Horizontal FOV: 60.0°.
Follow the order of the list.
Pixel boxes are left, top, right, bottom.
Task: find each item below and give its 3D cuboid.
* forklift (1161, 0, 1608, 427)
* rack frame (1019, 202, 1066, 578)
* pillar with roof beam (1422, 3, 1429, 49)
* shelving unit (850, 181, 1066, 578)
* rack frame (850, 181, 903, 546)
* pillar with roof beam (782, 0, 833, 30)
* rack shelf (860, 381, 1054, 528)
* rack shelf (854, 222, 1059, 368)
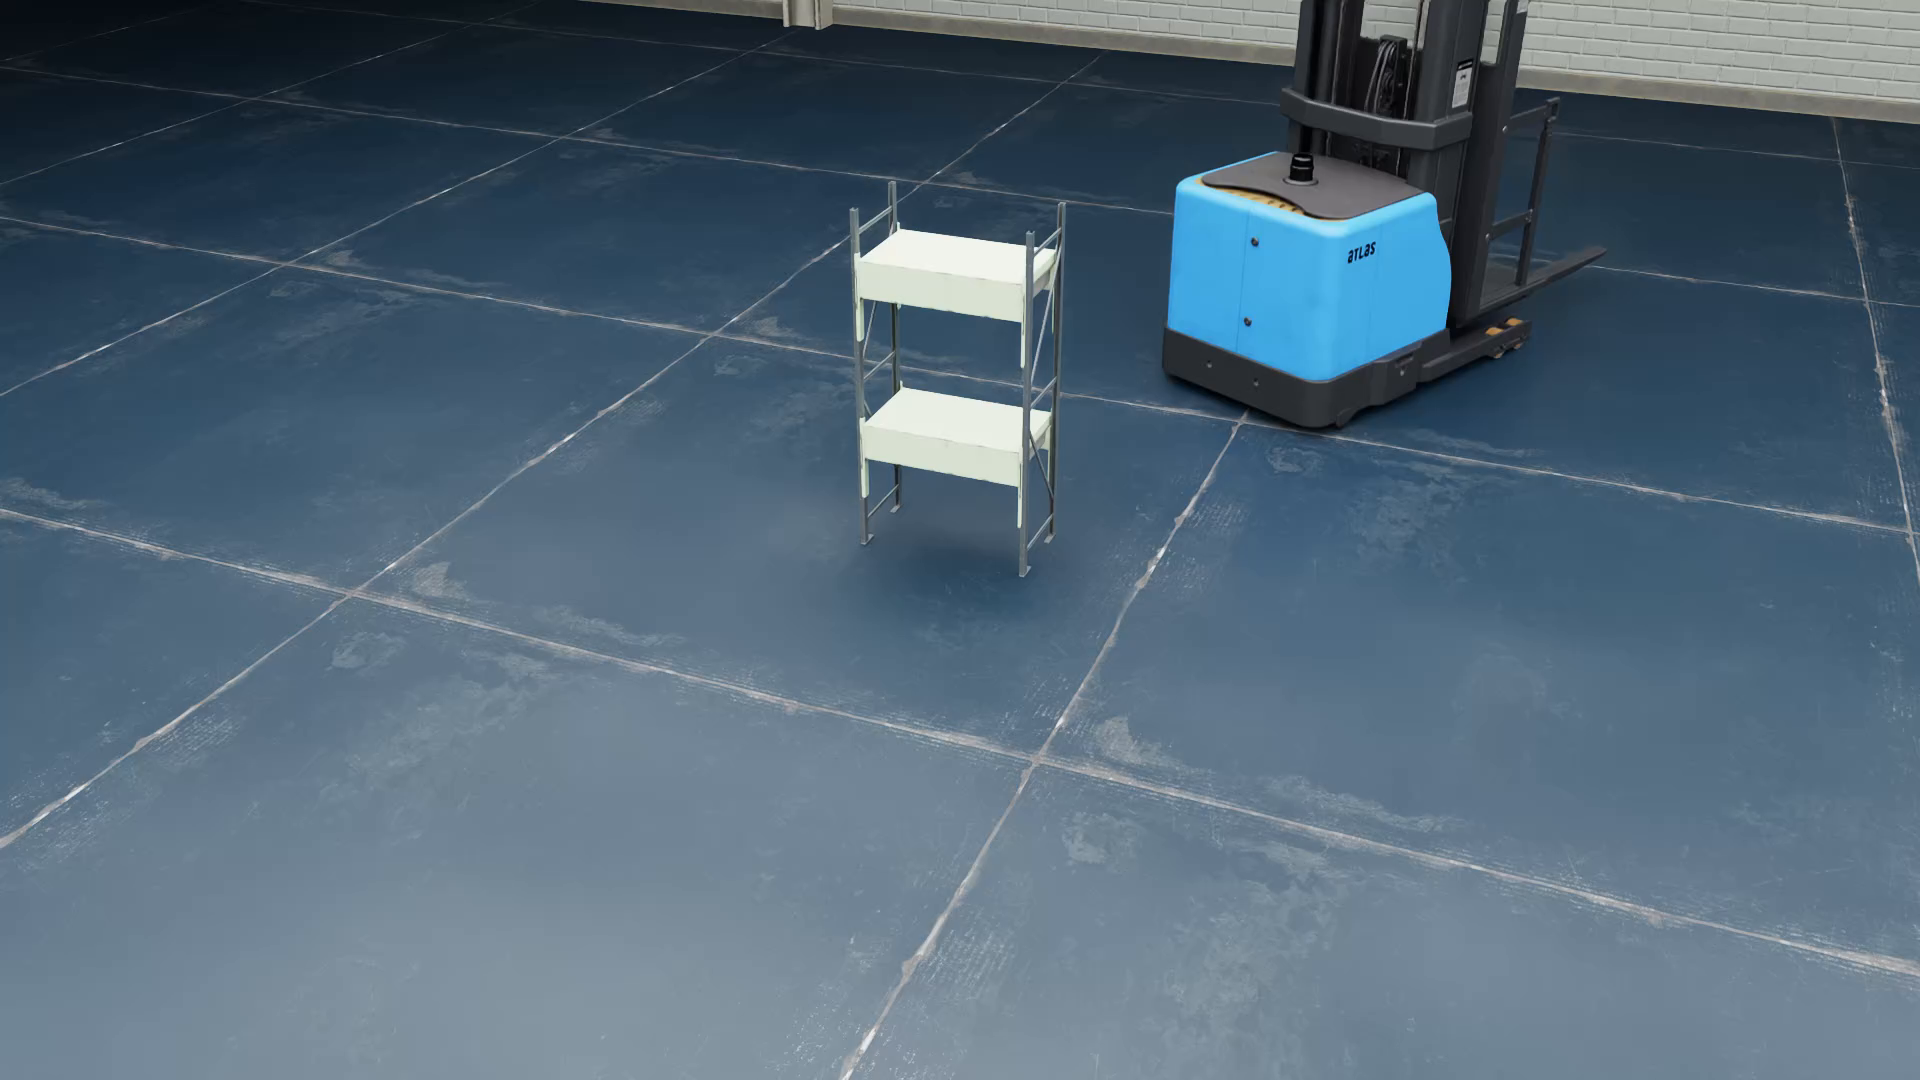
[{"bbox_3d":[2.487,-2.427,8.565,3.031,2.935,1.130,-24,37,-36],"label":"forklift"},{"bbox_3d":[0.333,-0.586,6.763,0.023,1.500,0.400,11,31,19],"label":"rack frame"},{"bbox_3d":[2.482,-5.818,8.399,0.400,9.000,9.100,11,31,19],"label":"pillar with roof beam"},{"bbox_3d":[-0.006,-0.654,6.883,0.755,1.500,0.431,11,31,19],"label":"shelving unit"},{"bbox_3d":[-0.345,-0.722,7.003,0.023,1.500,0.400,11,31,19],"label":"rack frame"},{"bbox_3d":[-3.078,-6.928,10.363,0.400,9.000,9.100,11,31,19],"label":"pillar with roof beam"},{"bbox_3d":[-0.006,-0.370,7.044,0.720,0.370,0.431,11,31,19],"label":"rack shelf"},{"bbox_3d":[-0.006,-0.994,6.691,0.720,0.370,0.431,11,31,19],"label":"rack shelf"}]
